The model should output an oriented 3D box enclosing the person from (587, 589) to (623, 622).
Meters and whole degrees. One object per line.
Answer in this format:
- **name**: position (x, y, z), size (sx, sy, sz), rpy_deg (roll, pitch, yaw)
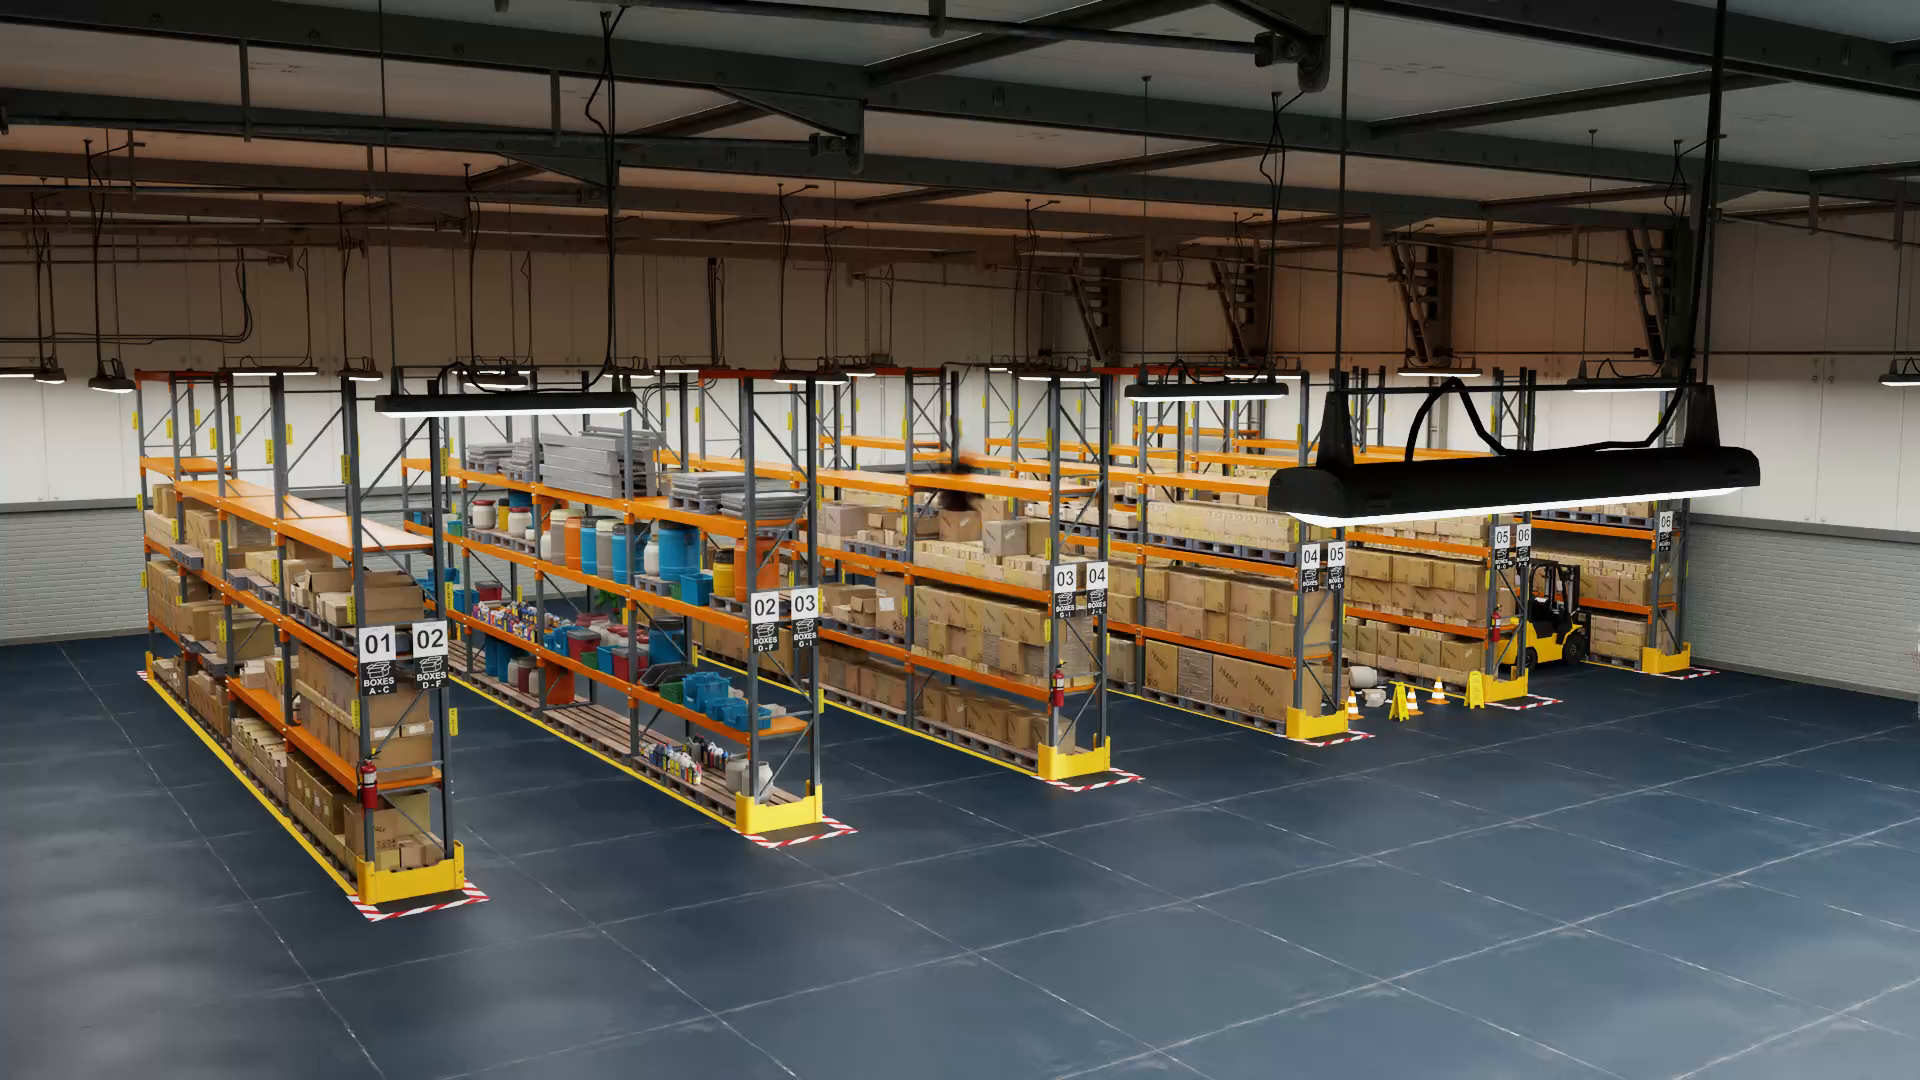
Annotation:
- **person**: position (-8.225, 1.047, 38.681), size (1.003, 1.769, 0.661), rpy_deg (-4, 8, -31)
